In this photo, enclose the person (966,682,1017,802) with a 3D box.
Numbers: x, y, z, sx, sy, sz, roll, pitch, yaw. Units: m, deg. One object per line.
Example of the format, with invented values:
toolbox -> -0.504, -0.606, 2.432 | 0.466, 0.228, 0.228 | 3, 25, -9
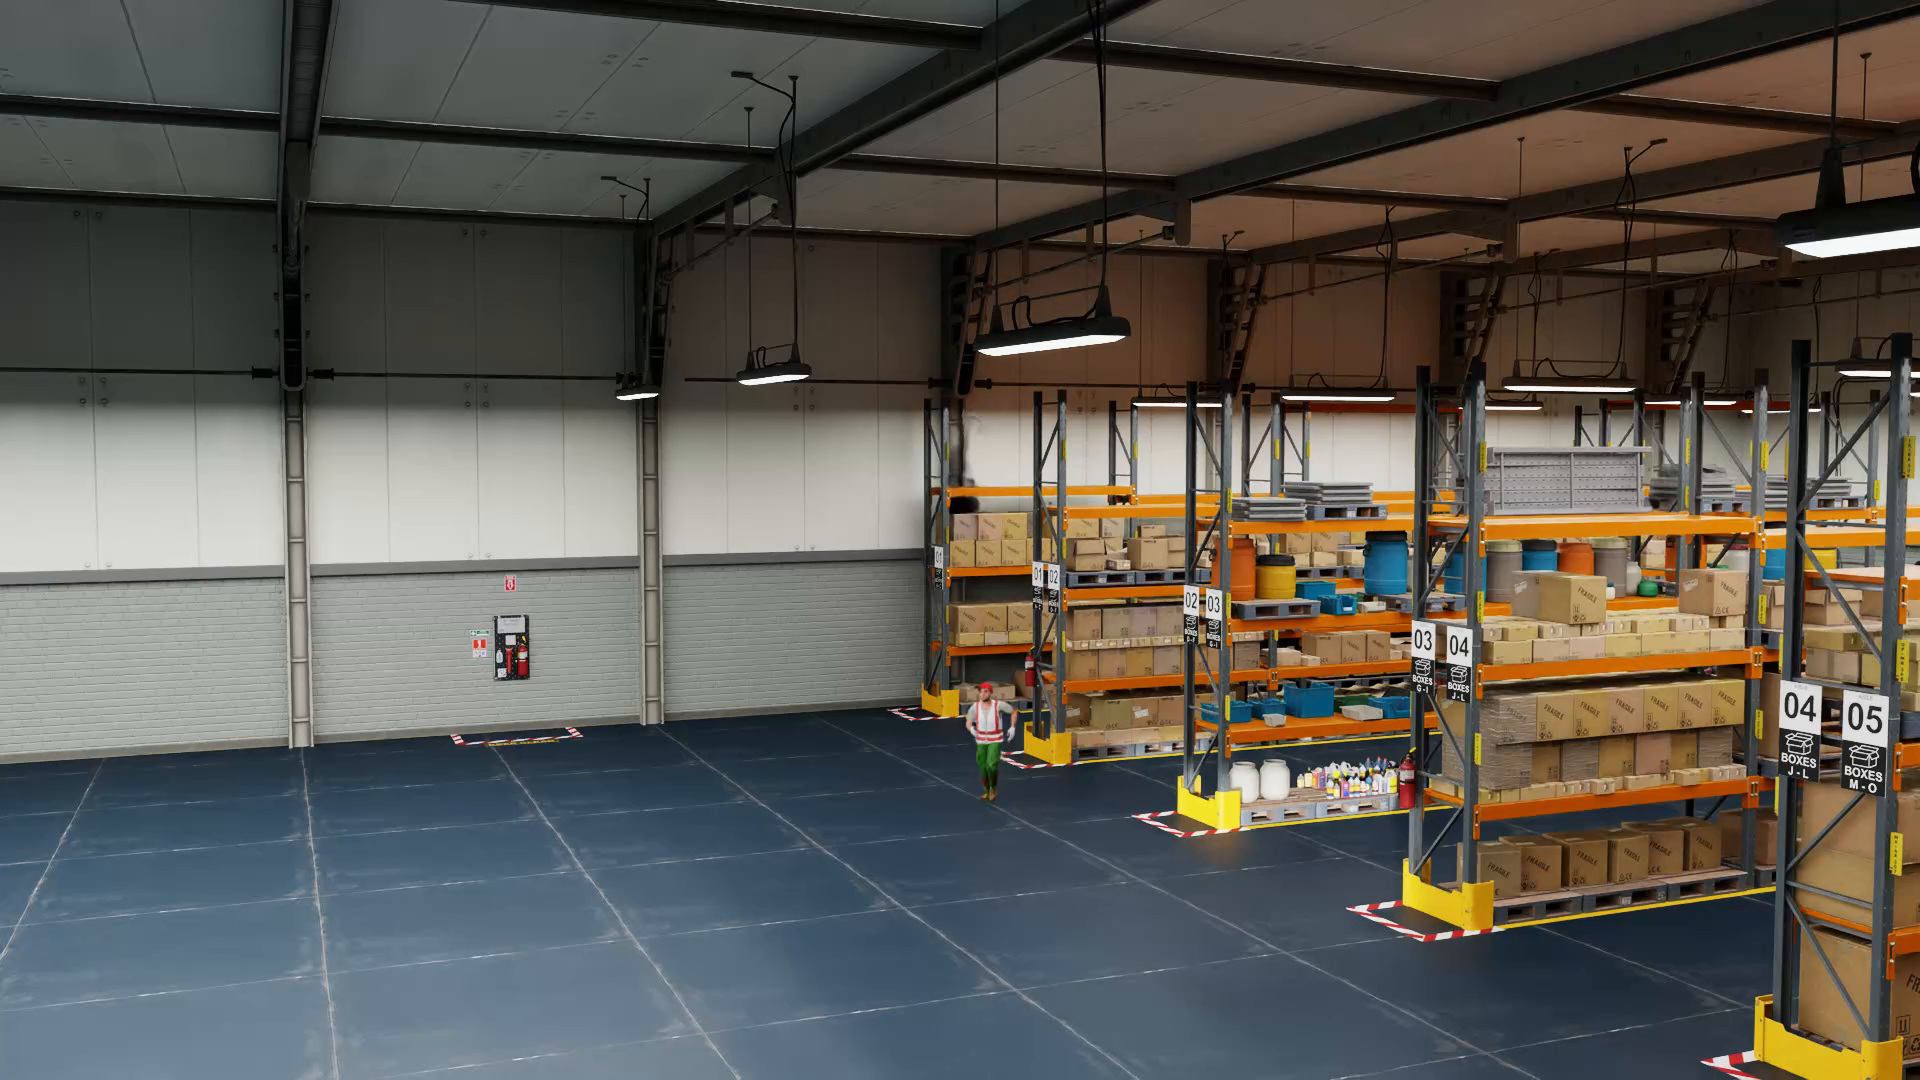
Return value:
person -> 0.424, 2.878, 23.609 | 0.685, 1.733, 0.826 | 1, 4, 17
